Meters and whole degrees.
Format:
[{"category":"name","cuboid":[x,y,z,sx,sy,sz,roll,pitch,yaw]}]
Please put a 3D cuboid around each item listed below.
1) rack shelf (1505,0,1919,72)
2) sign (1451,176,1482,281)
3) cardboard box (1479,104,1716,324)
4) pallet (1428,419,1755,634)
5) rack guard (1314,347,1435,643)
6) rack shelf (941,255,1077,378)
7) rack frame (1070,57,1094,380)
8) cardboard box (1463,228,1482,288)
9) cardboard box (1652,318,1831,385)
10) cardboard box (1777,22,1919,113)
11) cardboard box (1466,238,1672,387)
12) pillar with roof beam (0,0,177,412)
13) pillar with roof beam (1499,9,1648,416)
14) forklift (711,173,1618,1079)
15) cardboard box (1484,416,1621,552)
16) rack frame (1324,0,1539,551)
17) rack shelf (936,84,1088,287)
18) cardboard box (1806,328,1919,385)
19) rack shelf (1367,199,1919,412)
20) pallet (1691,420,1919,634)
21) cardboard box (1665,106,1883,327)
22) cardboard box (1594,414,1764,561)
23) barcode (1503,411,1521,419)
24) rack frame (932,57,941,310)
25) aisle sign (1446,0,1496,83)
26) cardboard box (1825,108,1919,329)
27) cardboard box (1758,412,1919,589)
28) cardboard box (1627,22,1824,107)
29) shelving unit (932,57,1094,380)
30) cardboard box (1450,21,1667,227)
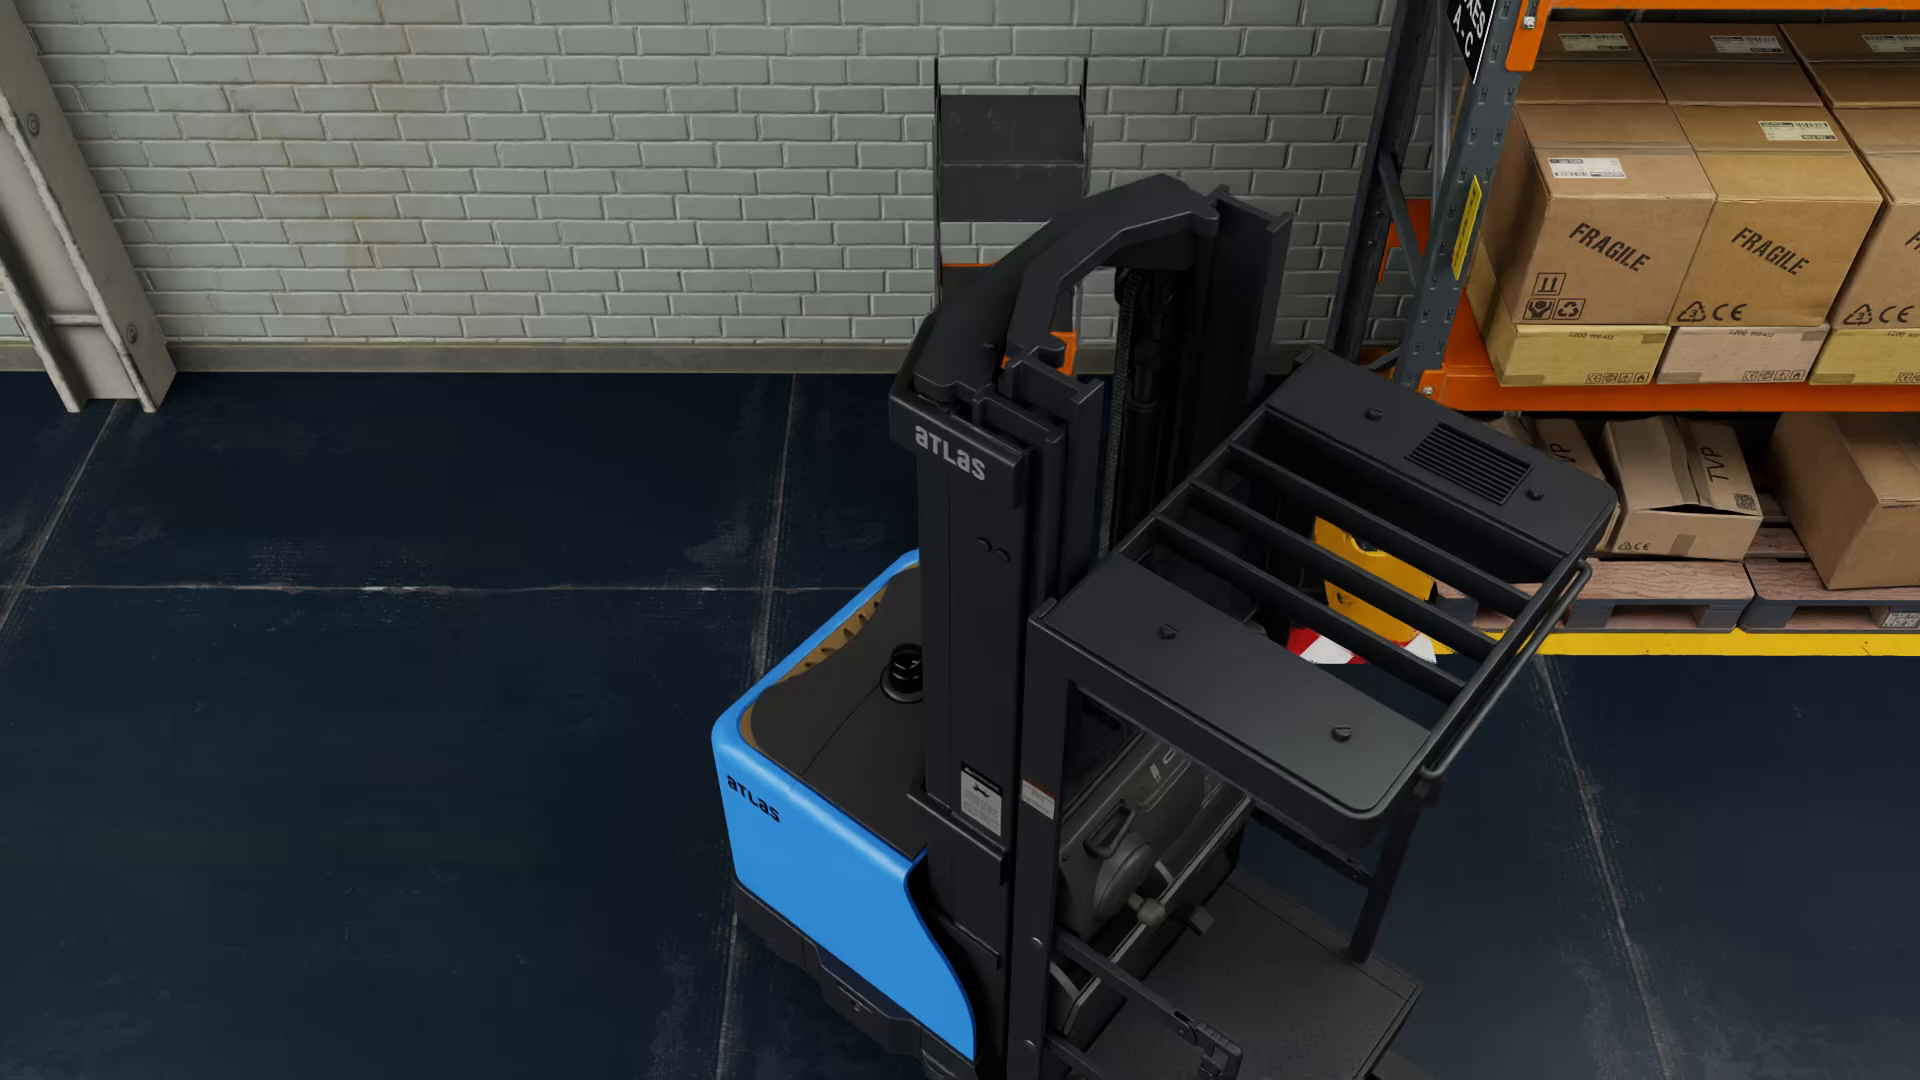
[{"category":"rack shelf","cuboid":[3.545,-1.824,4.922,4.000,0.370,1.077,0,47,0]},{"category":"sign","cuboid":[1.543,-0.951,5.075,0.005,0.325,0.100,0,47,0]},{"category":"cardboard box","cuboid":[2.021,-1.043,5.329,0.500,0.500,0.500,0,47,0]},{"category":"pallet","cuboid":[2.433,-0.074,6.756,1.213,0.211,1.003,0,47,0]},{"category":"rack guard","cuboid":[1.621,-0.201,6.676,0.348,0.500,1.175,0,47,0]},{"category":"rack shelf","cuboid":[0.166,-0.706,6.072,0.480,0.518,0.431,0,47,0]},{"category":"rack frame","cuboid":[0.410,-0.714,6.061,0.015,2.100,0.400,0,47,0]},{"category":"cardboard box","cuboid":[2.013,-1.149,5.940,0.500,0.250,0.500,1,47,1]},{"category":"cardboard box","cuboid":[2.551,-0.784,5.600,0.500,0.250,0.500,-1,47,-1]},{"category":"cardboard box","cuboid":[3.037,-1.411,5.672,0.500,0.500,0.500,-1,47,-1]},{"category":"cardboard box","cuboid":[2.031,-0.775,5.592,0.500,0.250,0.500,-1,47,-1]},{"category":"pillar with roof beam","cuboid":[-3.768,-0.593,1.235,0.400,9.000,9.100,0,47,0]},{"category":"pillar with roof beam","cuboid":[2.232,-0.577,1.220,0.400,9.000,9.100,0,47,0]},{"category":"forklift","cuboid":[0.713,0.689,4.187,3.031,2.935,1.130,31,54,25]},{"category":"cardboard box","cuboid":[2.236,-0.219,6.522,0.500,0.311,0.500,-5,47,-4]},{"category":"rack frame","cuboid":[1.545,-1.053,5.761,0.127,3.000,1.000,0,47,0]},{"category":"rack shelf","cuboid":[0.166,-1.183,5.559,0.480,0.518,0.431,0,47,0]},{"category":"cardboard box","cuboid":[3.060,-0.778,5.595,0.500,0.250,0.500,-1,47,0]},{"category":"rack shelf","cuboid":[3.545,-0.802,6.020,4.000,0.370,1.077,0,47,0]},{"category":"pallet","cuboid":[3.650,-0.069,6.751,1.213,0.211,1.003,0,47,0]},{"category":"cardboard box","cuboid":[2.515,-1.034,5.321,0.500,0.500,0.500,0,47,0]},{"category":"cardboard box","cuboid":[2.806,-0.217,6.520,0.500,0.311,0.500,4,47,3]},{"category":"barcode","cuboid":[2.256,-0.515,6.791,0.075,0.075,0.001,0,47,0]},{"category":"rack frame","cuboid":[-0.078,-0.716,6.062,0.015,2.100,0.400,0,47,0]},{"category":"aisle sign","cuboid":[1.472,-1.719,4.606,0.004,0.787,0.394,0,47,0]},{"category":"cardboard box","cuboid":[3.032,-1.028,5.315,0.500,0.500,0.500,-1,47,-1]},{"category":"cardboard box","cuboid":[3.540,-0.243,6.415,0.500,0.500,0.700,-3,47,-2]},{"category":"cardboard box","cuboid":[2.520,-1.410,5.670,0.500,0.500,0.500,1,47,1]},{"category":"shelving unit","cuboid":[0.166,-0.715,6.062,0.503,2.100,0.431,0,47,0]},{"category":"cardboard box","cuboid":[2.017,-1.418,5.678,0.500,0.500,0.500,0,47,0]}]
